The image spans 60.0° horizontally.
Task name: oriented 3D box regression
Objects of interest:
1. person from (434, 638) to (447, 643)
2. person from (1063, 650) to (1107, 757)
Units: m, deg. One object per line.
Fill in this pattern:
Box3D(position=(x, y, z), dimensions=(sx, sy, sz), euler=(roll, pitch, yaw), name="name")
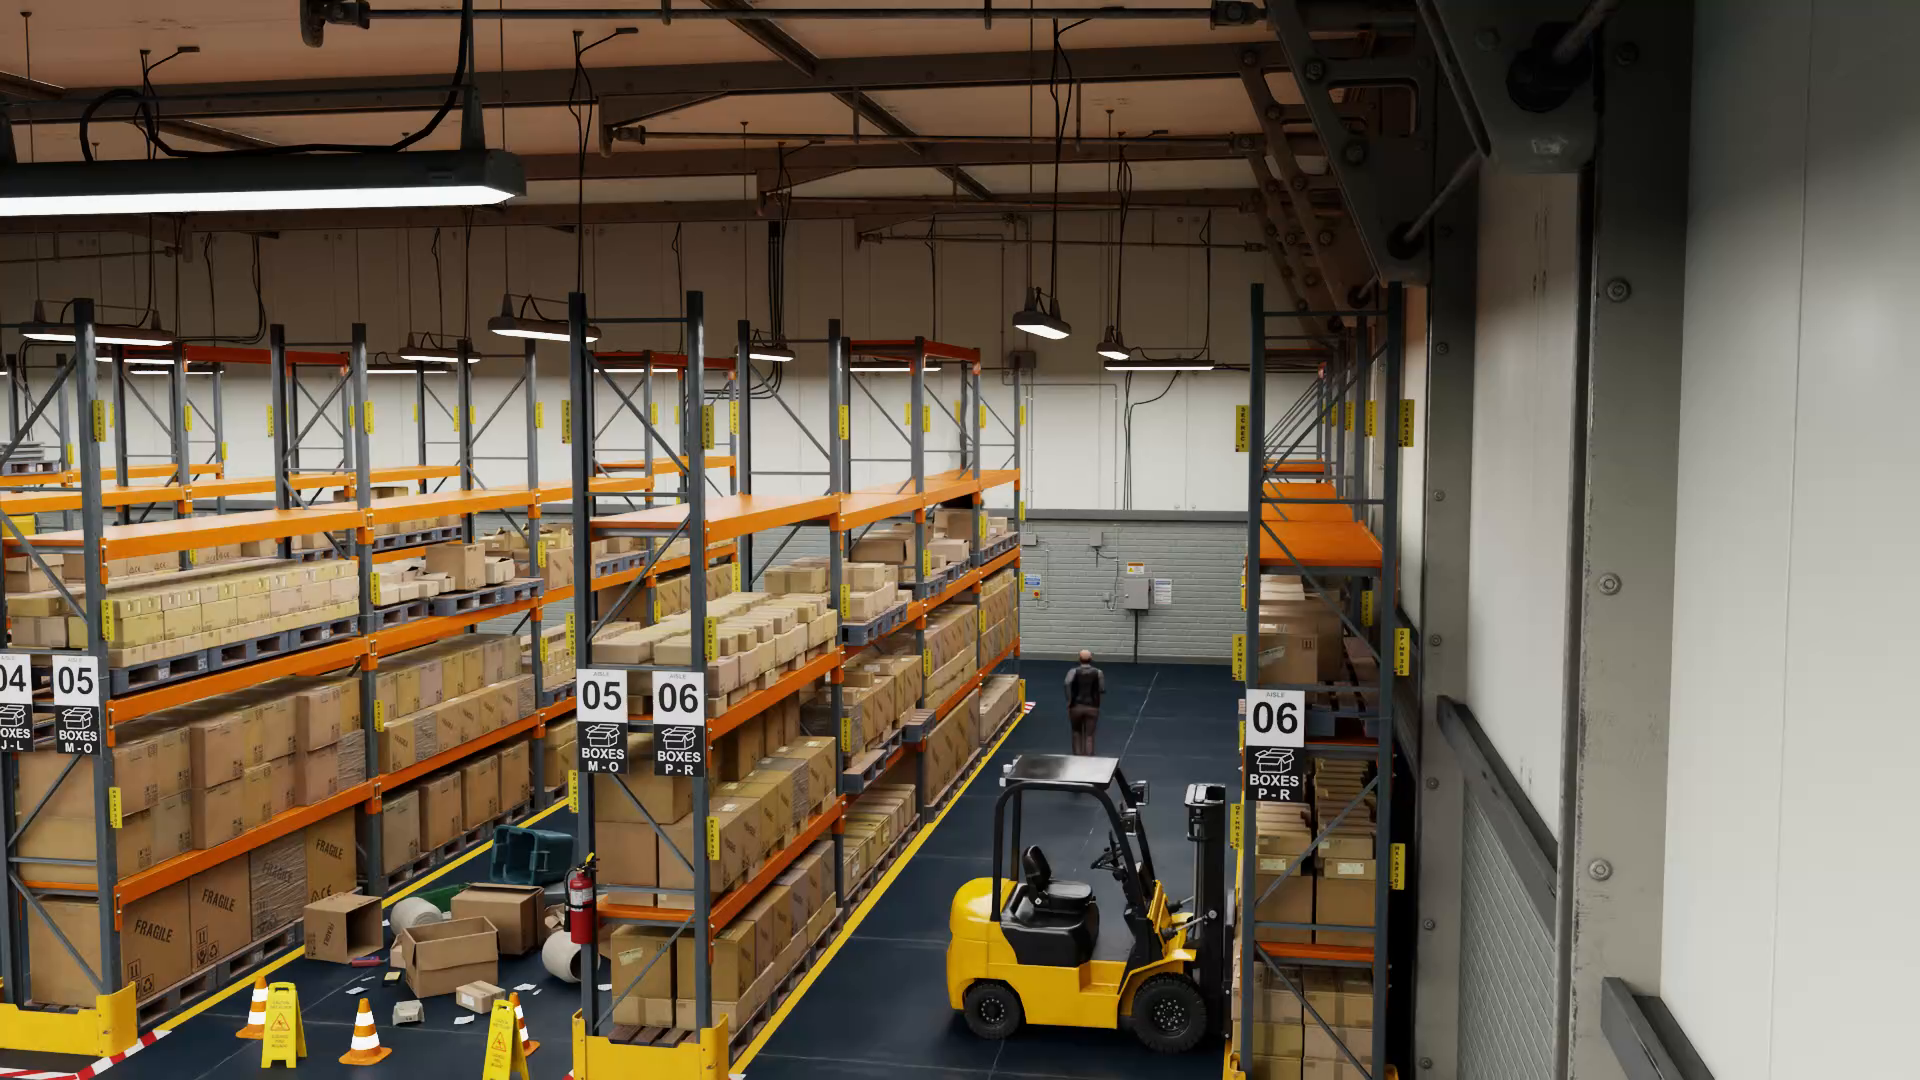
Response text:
Box3D(position=(-7.711, 2.293, 24.730), dimensions=(0.701, 1.730, 0.786), euler=(0, 5, 6), name="person")
Box3D(position=(1.759, 2.430, 23.406), dimensions=(0.600, 1.769, 0.831), euler=(1, 5, 8), name="person")
